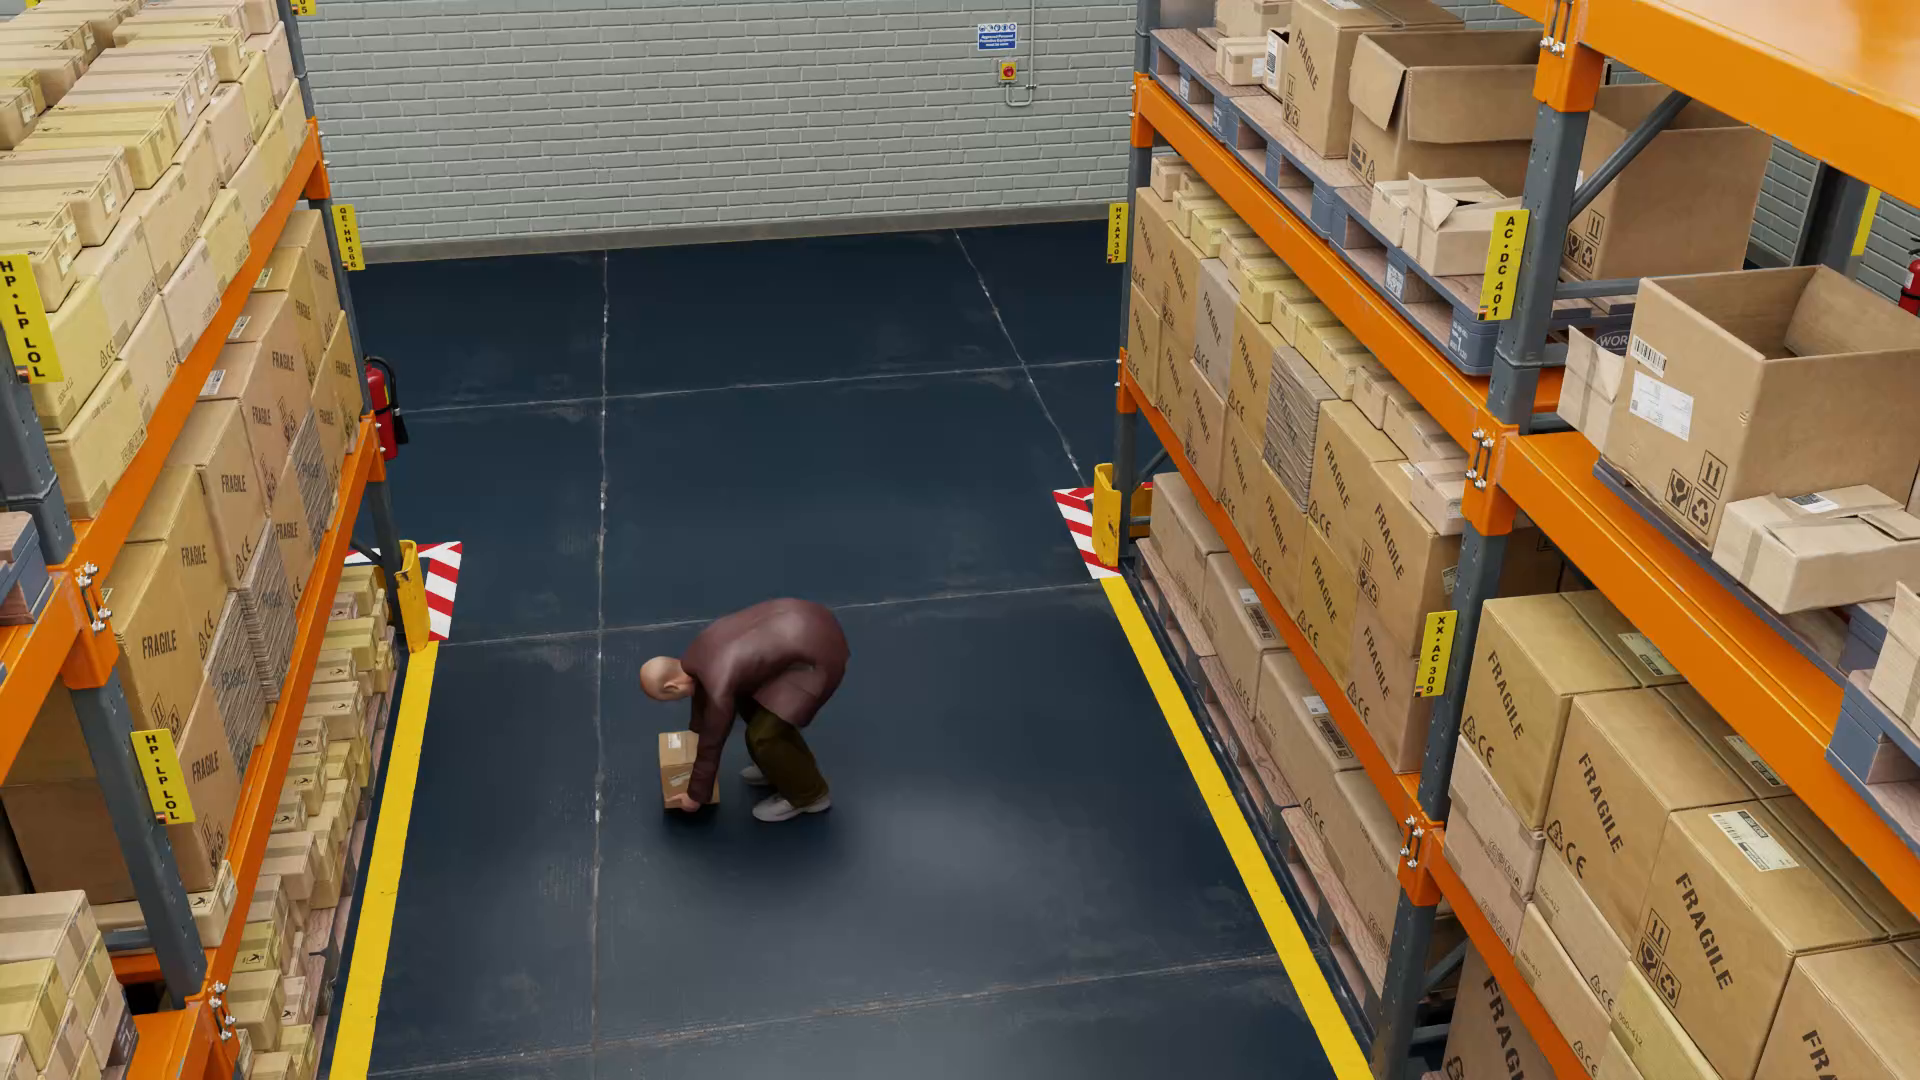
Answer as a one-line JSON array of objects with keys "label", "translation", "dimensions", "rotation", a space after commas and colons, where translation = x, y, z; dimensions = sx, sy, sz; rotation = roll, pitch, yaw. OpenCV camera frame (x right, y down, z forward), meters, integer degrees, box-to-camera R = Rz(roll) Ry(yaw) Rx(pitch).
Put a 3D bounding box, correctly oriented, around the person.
[{"label": "person", "translation": [-0.962, 0.773, 7.575], "dimensions": [0.944, 1.025, 0.585], "rotation": [-7, 31, -11]}]
